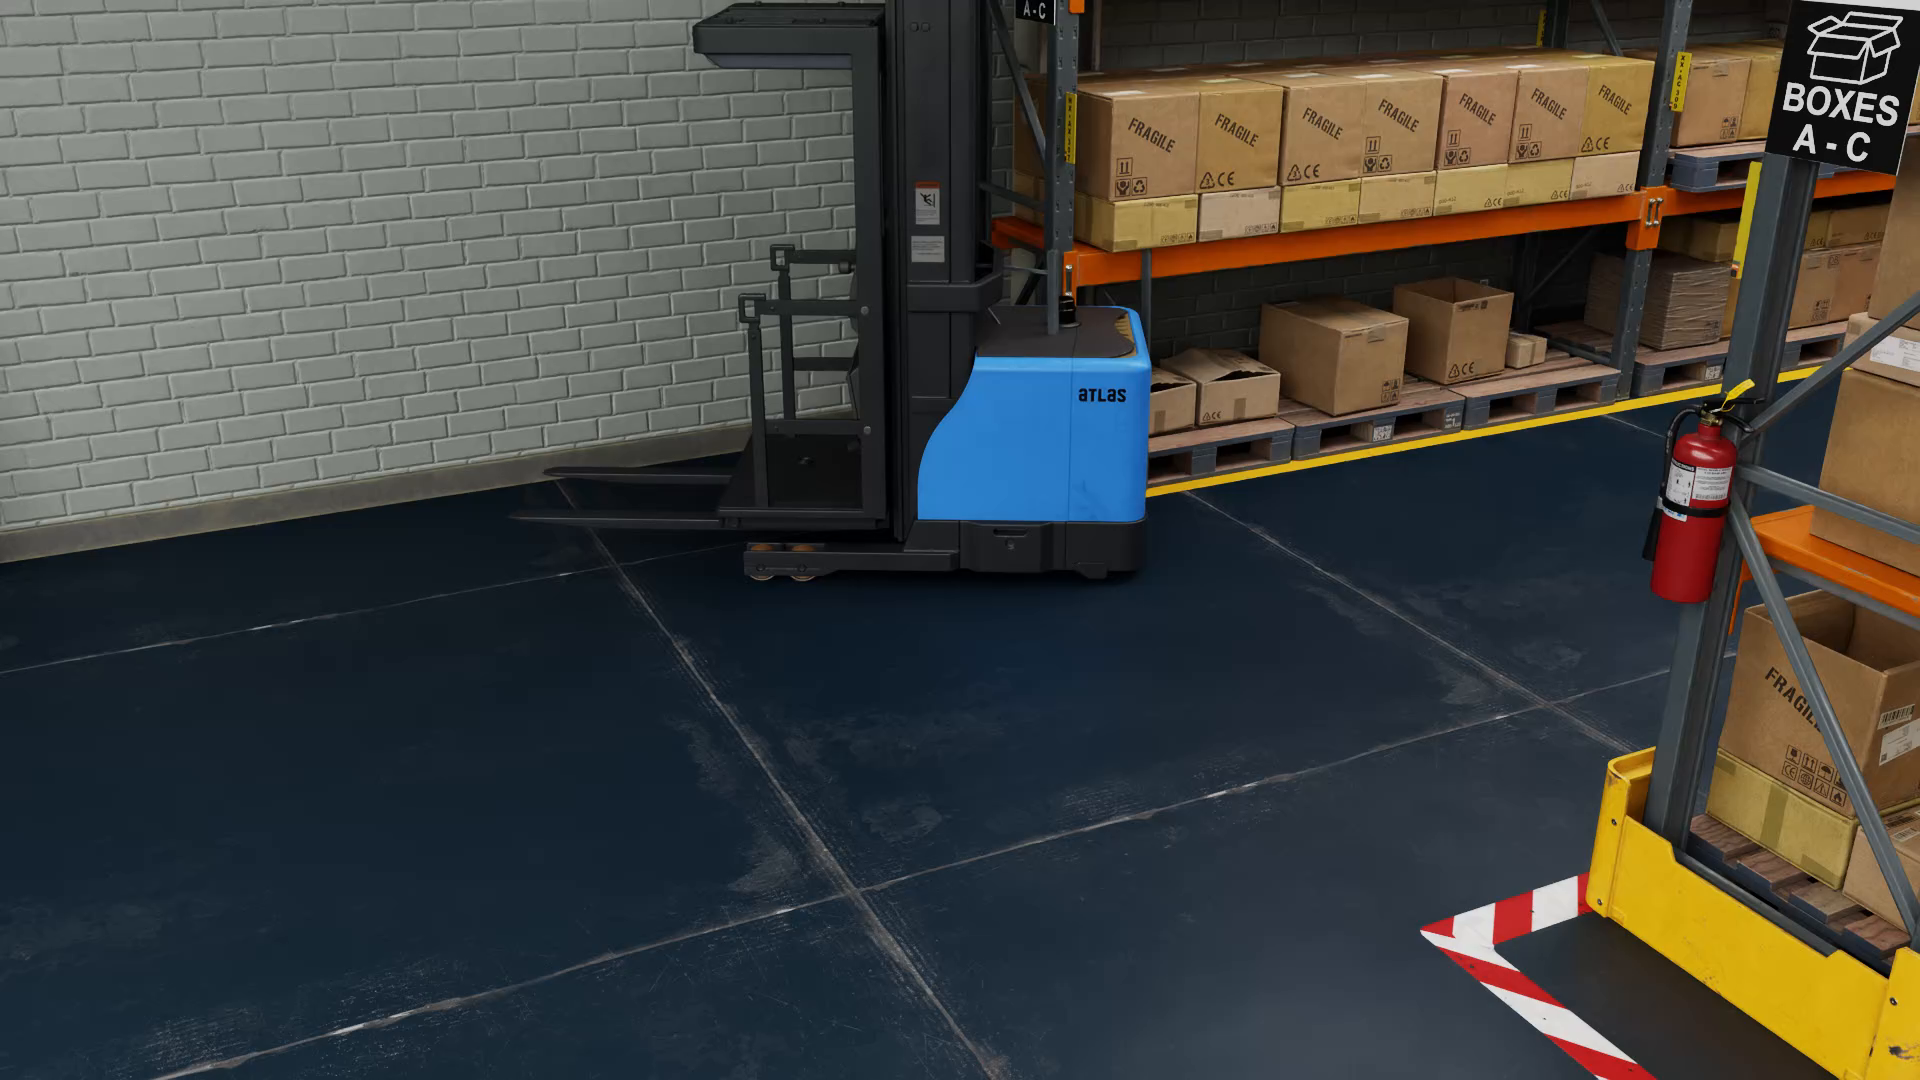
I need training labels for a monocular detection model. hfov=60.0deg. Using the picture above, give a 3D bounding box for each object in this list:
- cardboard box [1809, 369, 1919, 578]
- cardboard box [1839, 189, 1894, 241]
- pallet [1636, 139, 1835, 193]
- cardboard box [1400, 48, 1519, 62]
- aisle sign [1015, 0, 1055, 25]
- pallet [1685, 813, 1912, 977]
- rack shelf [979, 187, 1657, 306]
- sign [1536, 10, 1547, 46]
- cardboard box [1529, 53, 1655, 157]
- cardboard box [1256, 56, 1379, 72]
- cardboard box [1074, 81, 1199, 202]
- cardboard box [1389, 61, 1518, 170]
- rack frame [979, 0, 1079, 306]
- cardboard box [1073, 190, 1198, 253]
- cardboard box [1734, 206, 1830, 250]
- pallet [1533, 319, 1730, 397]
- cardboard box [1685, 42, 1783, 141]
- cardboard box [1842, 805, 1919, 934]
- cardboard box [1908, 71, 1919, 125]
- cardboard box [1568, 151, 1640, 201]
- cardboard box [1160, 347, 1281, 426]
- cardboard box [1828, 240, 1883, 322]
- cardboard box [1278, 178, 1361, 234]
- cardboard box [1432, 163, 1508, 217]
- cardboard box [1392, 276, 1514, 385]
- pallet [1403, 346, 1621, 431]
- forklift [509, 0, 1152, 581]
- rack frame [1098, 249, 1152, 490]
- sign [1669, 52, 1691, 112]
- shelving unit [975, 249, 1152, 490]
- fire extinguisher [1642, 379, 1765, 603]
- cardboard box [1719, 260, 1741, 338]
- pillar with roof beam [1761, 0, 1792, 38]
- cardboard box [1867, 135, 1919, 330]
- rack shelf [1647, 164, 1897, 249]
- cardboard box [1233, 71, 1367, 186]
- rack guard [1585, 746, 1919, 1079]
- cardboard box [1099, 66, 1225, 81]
[{"bbox_3d":[2.869,-0.170,4.608,0.500,0.500,0.700,-10,25,-24],"label":"cardboard box"},{"bbox_3d":[6.333,-2.269,11.521,0.500,0.250,0.500,-10,24,-23],"label":"cardboard box"},{"bbox_3d":[4.648,-2.409,10.398,1.213,0.211,1.003,-10,25,-24],"label":"pallet"},{"bbox_3d":[2.914,-2.617,9.839,0.500,0.500,0.500,-11,25,-24],"label":"cardboard box"},{"bbox_3d":[0.357,-2.843,7.797,0.004,0.787,0.394,-10,25,-24],"label":"aisle sign"},{"bbox_3d":[3.114,1.096,5.325,1.213,0.211,1.003,-10,25,-24],"label":"pallet"},{"bbox_3d":[2.094,-1.756,9.512,4.000,0.370,1.077,-10,25,-24],"label":"rack shelf"},{"bbox_3d":[3.652,-3.146,10.415,0.005,0.325,0.100,-10,25,-24],"label":"sign"},{"bbox_3d":[3.604,-2.522,9.610,0.500,0.500,0.500,-10,25,-24],"label":"cardboard box"},{"bbox_3d":[2.000,-2.446,9.426,0.500,0.500,0.500,-10,25,-23],"label":"cardboard box"},{"bbox_3d":[0.852,-2.019,8.395,0.500,0.500,0.500,-10,25,-24],"label":"cardboard box"},{"bbox_3d":[2.698,-2.357,9.213,0.500,0.500,0.500,-11,25,-25],"label":"cardboard box"},{"bbox_3d":[0.292,-1.757,8.573,0.127,3.000,1.000,-10,25,-24],"label":"rack frame"},{"bbox_3d":[0.869,-1.669,8.529,0.500,0.250,0.500,-11,25,-25],"label":"cardboard box"},{"bbox_3d":[5.414,-2.105,11.126,0.500,0.250,0.500,-11,25,-25],"label":"cardboard box"},{"bbox_3d":[4.597,-1.262,11.022,1.213,0.211,1.003,-10,25,-24],"label":"pallet"},{"bbox_3d":[4.876,-2.833,10.466,0.500,0.500,0.700,-8,24,-18],"label":"cardboard box"},{"bbox_3d":[3.023,1.014,4.926,0.500,0.250,0.500,-10,25,-24],"label":"cardboard box"},{"bbox_3d":[5.968,-3.038,10.961,0.500,0.500,0.700,-10,25,-24],"label":"cardboard box"},{"bbox_3d":[3.600,-2.178,9.759,0.500,0.250,0.500,-10,25,-23],"label":"cardboard box"},{"bbox_3d":[1.468,-0.896,9.434,0.500,0.311,0.500,-8,24,-19],"label":"cardboard box"},{"bbox_3d":[5.924,-1.857,11.508,0.500,0.500,0.700,-11,25,-24],"label":"cardboard box"},{"bbox_3d":[1.792,-1.842,8.948,0.500,0.250,0.500,-11,25,-24],"label":"cardboard box"},{"bbox_3d":[2.701,-2.009,9.351,0.500,0.250,0.500,-11,25,-24],"label":"cardboard box"},{"bbox_3d":[2.978,-1.283,10.121,0.500,0.500,0.500,-12,26,-28],"label":"cardboard box"},{"bbox_3d":[3.306,-1.009,10.411,1.213,0.211,1.003,-10,25,-24],"label":"pallet"},{"bbox_3d":[-0.629,-1.363,7.710,3.031,2.935,1.130,1,22,2],"label":"forklift"},{"bbox_3d":[0.762,-1.003,8.715,0.500,1.500,0.032,11,26,29],"label":"rack frame"},{"bbox_3d":[4.138,-2.635,9.562,0.005,0.325,0.100,-10,25,-24],"label":"sign"},{"bbox_3d":[0.503,-0.829,8.314,0.538,1.500,1.048,11,26,29],"label":"shelving unit"},{"bbox_3d":[2.135,-0.155,4.804,0.183,0.674,0.296,-10,25,-24],"label":"fire extinguisher"},{"bbox_3d":[4.996,-1.700,11.127,0.500,0.500,0.700,-11,25,-25],"label":"cardboard box"},{"bbox_3d":[7.821,-4.455,7.246,0.400,9.000,9.100,-10,25,-24],"label":"pillar with roof beam"},{"bbox_3d":[2.917,-0.778,4.381,0.500,0.500,0.700,-10,25,-23],"label":"cardboard box"},{"bbox_3d":[5.698,-2.420,11.115,4.000,0.370,1.077,-10,25,-24],"label":"rack shelf"},{"bbox_3d":[1.770,-2.181,8.787,0.500,0.500,0.500,-11,25,-25],"label":"cardboard box"},{"bbox_3d":[2.422,1.108,4.919,0.348,0.500,1.175,-10,25,-24],"label":"rack guard"},{"bbox_3d":[1.082,-2.275,9.014,0.500,0.500,0.500,-10,25,-23],"label":"cardboard box"}]
